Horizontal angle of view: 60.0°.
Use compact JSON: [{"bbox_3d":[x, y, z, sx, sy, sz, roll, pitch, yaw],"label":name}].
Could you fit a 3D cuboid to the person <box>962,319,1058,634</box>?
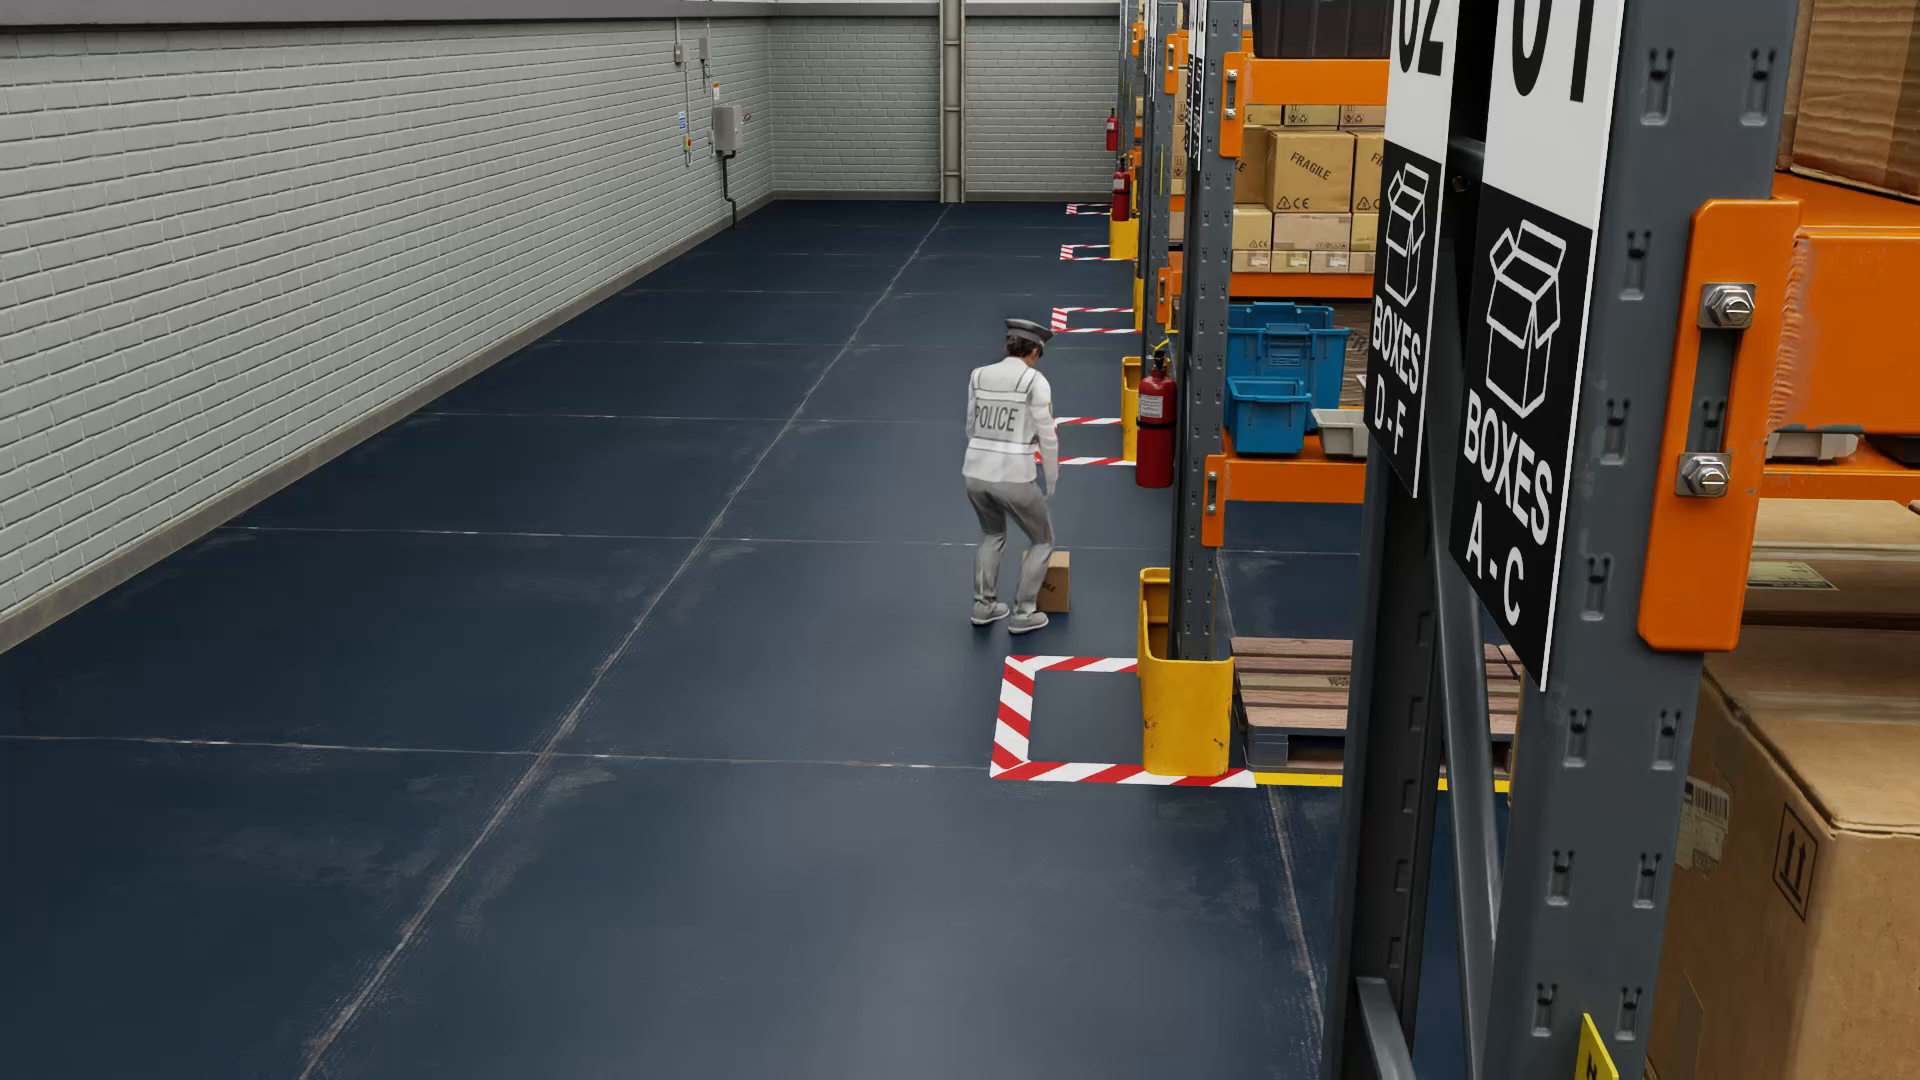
[{"bbox_3d":[0.244,-0.318,8.273,0.523,1.542,0.570,12,21,34],"label":"person"}]
